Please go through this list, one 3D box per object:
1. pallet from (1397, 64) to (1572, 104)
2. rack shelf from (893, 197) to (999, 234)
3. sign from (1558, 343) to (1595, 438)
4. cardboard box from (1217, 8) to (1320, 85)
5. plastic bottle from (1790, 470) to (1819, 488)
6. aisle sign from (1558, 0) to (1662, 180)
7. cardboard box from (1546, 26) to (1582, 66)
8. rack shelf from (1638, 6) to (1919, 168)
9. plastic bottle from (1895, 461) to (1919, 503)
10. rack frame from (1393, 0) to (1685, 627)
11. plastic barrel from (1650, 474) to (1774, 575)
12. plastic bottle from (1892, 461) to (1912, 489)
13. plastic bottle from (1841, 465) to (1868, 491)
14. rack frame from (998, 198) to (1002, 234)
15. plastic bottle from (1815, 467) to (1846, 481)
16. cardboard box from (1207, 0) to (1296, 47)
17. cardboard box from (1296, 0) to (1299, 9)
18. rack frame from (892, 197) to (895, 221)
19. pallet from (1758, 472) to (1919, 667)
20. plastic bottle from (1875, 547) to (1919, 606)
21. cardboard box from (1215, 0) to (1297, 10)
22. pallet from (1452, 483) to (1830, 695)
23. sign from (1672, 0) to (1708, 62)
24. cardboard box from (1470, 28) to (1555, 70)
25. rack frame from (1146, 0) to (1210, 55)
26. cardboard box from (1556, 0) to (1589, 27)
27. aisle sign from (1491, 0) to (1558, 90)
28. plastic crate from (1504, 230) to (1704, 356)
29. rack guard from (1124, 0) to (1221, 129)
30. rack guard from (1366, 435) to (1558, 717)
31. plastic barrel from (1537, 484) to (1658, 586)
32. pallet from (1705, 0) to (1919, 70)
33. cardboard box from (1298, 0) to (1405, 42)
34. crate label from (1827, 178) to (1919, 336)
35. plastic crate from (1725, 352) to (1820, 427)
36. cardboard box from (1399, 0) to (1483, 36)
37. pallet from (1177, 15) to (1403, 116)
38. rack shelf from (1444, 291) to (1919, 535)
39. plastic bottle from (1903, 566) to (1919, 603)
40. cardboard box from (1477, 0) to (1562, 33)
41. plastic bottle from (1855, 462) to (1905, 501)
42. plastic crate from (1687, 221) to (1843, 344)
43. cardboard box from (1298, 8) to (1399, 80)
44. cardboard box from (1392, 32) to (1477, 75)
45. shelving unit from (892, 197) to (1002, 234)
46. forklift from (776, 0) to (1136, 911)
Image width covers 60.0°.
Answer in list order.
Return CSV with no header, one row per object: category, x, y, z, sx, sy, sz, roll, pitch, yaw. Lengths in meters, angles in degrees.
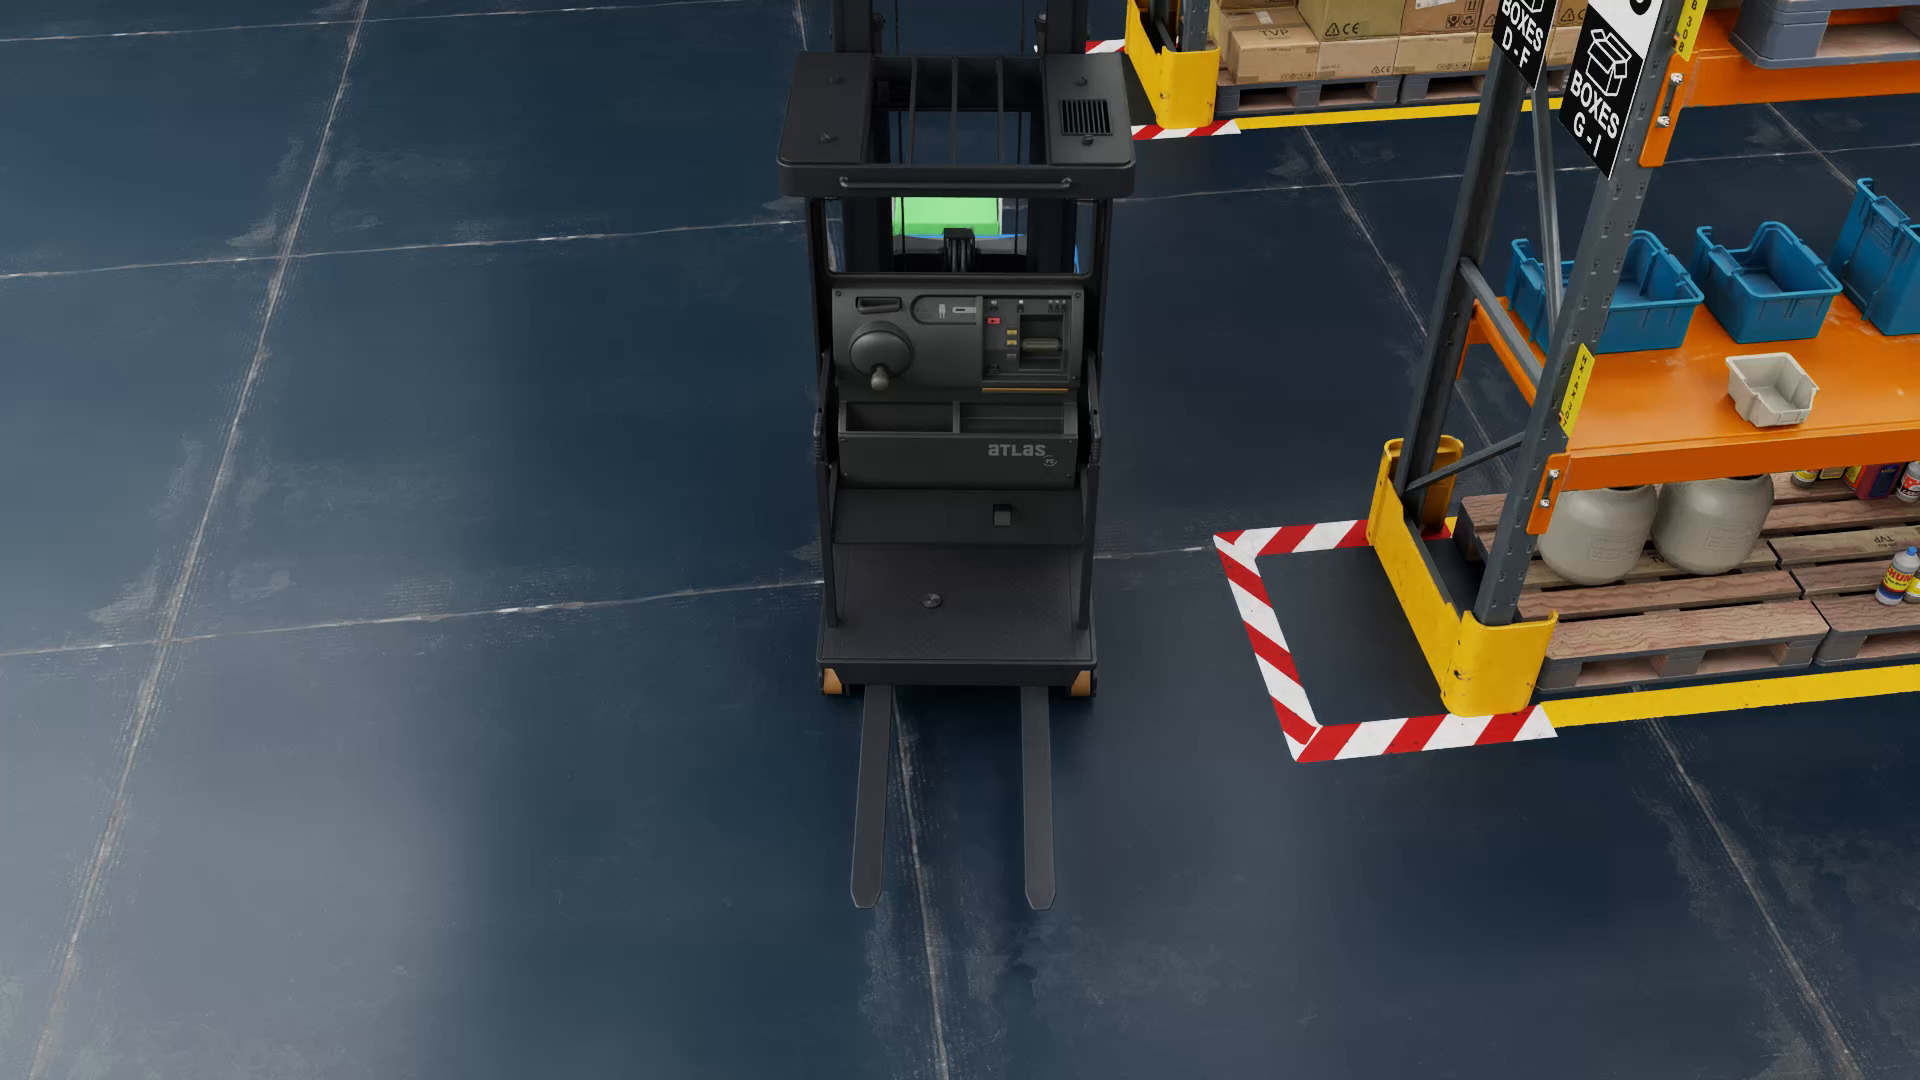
pallet,3.318,-3.215,10.871,1.213,0.211,1.003,-5,42,-6
rack shelf,-0.063,-1.448,7.554,0.480,0.148,0.258,0,42,0
sign,2.063,-0.499,5.572,0.005,0.325,0.100,-5,42,-6
cardboard box,1.918,-3.086,10.386,0.500,0.250,0.500,-5,42,-6
plastic bottle,3.761,-0.337,7.360,0.097,0.201,0.097,0,42,0
aisle sign,1.963,-1.527,4.977,0.004,0.787,0.394,-5,42,-6
cardboard box,3.902,-3.259,10.578,0.500,0.250,0.500,-5,42,-6
rack shelf,3.979,-1.783,5.499,4.000,0.370,1.077,-5,42,-6
plastic bottle,4.186,-0.272,7.287,0.097,0.201,0.097,0,42,0
rack frame,1.996,-0.762,6.071,0.127,3.000,1.000,-5,42,-6
plastic barrel,3.136,-0.146,6.931,0.421,0.512,0.421,0,42,0
plastic bottle,4.152,-0.380,7.352,0.135,0.276,0.152,-6,42,-7
plastic bottle,4.014,-0.368,7.339,0.135,0.276,0.152,-5,42,-5
rack frame,0.181,-1.138,7.830,0.015,1.200,0.240,0,42,0
plastic bottle,3.874,-0.390,7.357,0.133,0.283,0.061,-4,42,-4
cardboard box,1.851,-3.430,10.767,0.500,0.250,0.500,-5,42,-6
cardboard box,2.345,-3.481,10.824,0.500,0.250,0.500,-5,42,-6
rack frame,-0.307,-1.141,7.835,0.015,1.200,0.240,0,42,0
pallet,4.079,0.065,7.236,1.213,0.211,1.003,-5,42,-6
plastic bottle,3.835,0.137,6.782,0.097,0.271,0.097,0,42,0
cardboard box,1.851,-3.710,10.518,0.500,0.500,0.500,-5,42,-6
pallet,2.872,0.169,7.121,1.213,0.211,1.003,-5,42,-6
sign,2.063,-1.514,4.657,0.005,0.325,0.100,-5,42,-6
cardboard box,3.406,-3.215,10.529,0.500,0.250,0.500,-5,42,-6
rack frame,1.358,-4.052,9.718,0.127,3.000,1.000,-5,42,-6
cardboard box,3.900,-3.546,10.336,0.500,0.500,0.500,-5,42,-6
aisle sign,1.886,-1.918,5.412,0.004,0.787,0.394,-5,42,-6
plastic crate,2.454,-0.949,6.389,0.616,0.251,0.499,-5,42,-6
rack guard,1.334,-3.122,10.553,0.348,0.500,1.175,-5,42,-6
rack guard,2.066,0.128,6.950,0.348,0.500,1.175,-5,42,-6
plastic barrel,2.639,-0.102,6.883,0.421,0.512,0.421,0,42,0
pallet,2.829,-1.813,5.137,1.213,0.211,1.003,-5,42,-6
cardboard box,2.414,-3.409,10.185,0.500,0.500,0.500,-5,42,-6
crate label,3.786,-1.115,6.435,0.616,0.435,0.502,-5,42,-6
plastic crate,2.925,-0.528,6.008,0.250,0.136,0.298,-5,42,-6
cardboard box,2.908,-3.461,10.242,0.500,0.500,0.500,-5,42,-6
pallet,2.111,-3.111,10.756,1.213,0.211,1.003,-5,42,-6
rack shelf,3.979,-0.669,6.504,4.000,0.370,1.077,-5,42,-6
plastic bottle,3.937,0.154,6.815,0.097,0.201,0.097,0,42,0
cardboard box,3.406,-3.493,10.277,0.500,0.500,0.500,-5,42,-6
plastic bottle,4.028,-0.300,7.258,0.133,0.283,0.061,-5,42,-6
plastic crate,3.098,-1.002,6.447,0.408,0.251,0.499,-5,42,-6
cardboard box,2.414,-3.132,10.437,0.500,0.250,0.500,-5,42,-6
cardboard box,2.910,-3.175,10.485,0.500,0.250,0.500,-5,42,-6
shelving unit,-0.063,-1.139,7.832,0.503,1.200,0.258,0,42,0
forklift,-0.007,-0.667,6.017,1.130,2.935,3.031,0,42,0
